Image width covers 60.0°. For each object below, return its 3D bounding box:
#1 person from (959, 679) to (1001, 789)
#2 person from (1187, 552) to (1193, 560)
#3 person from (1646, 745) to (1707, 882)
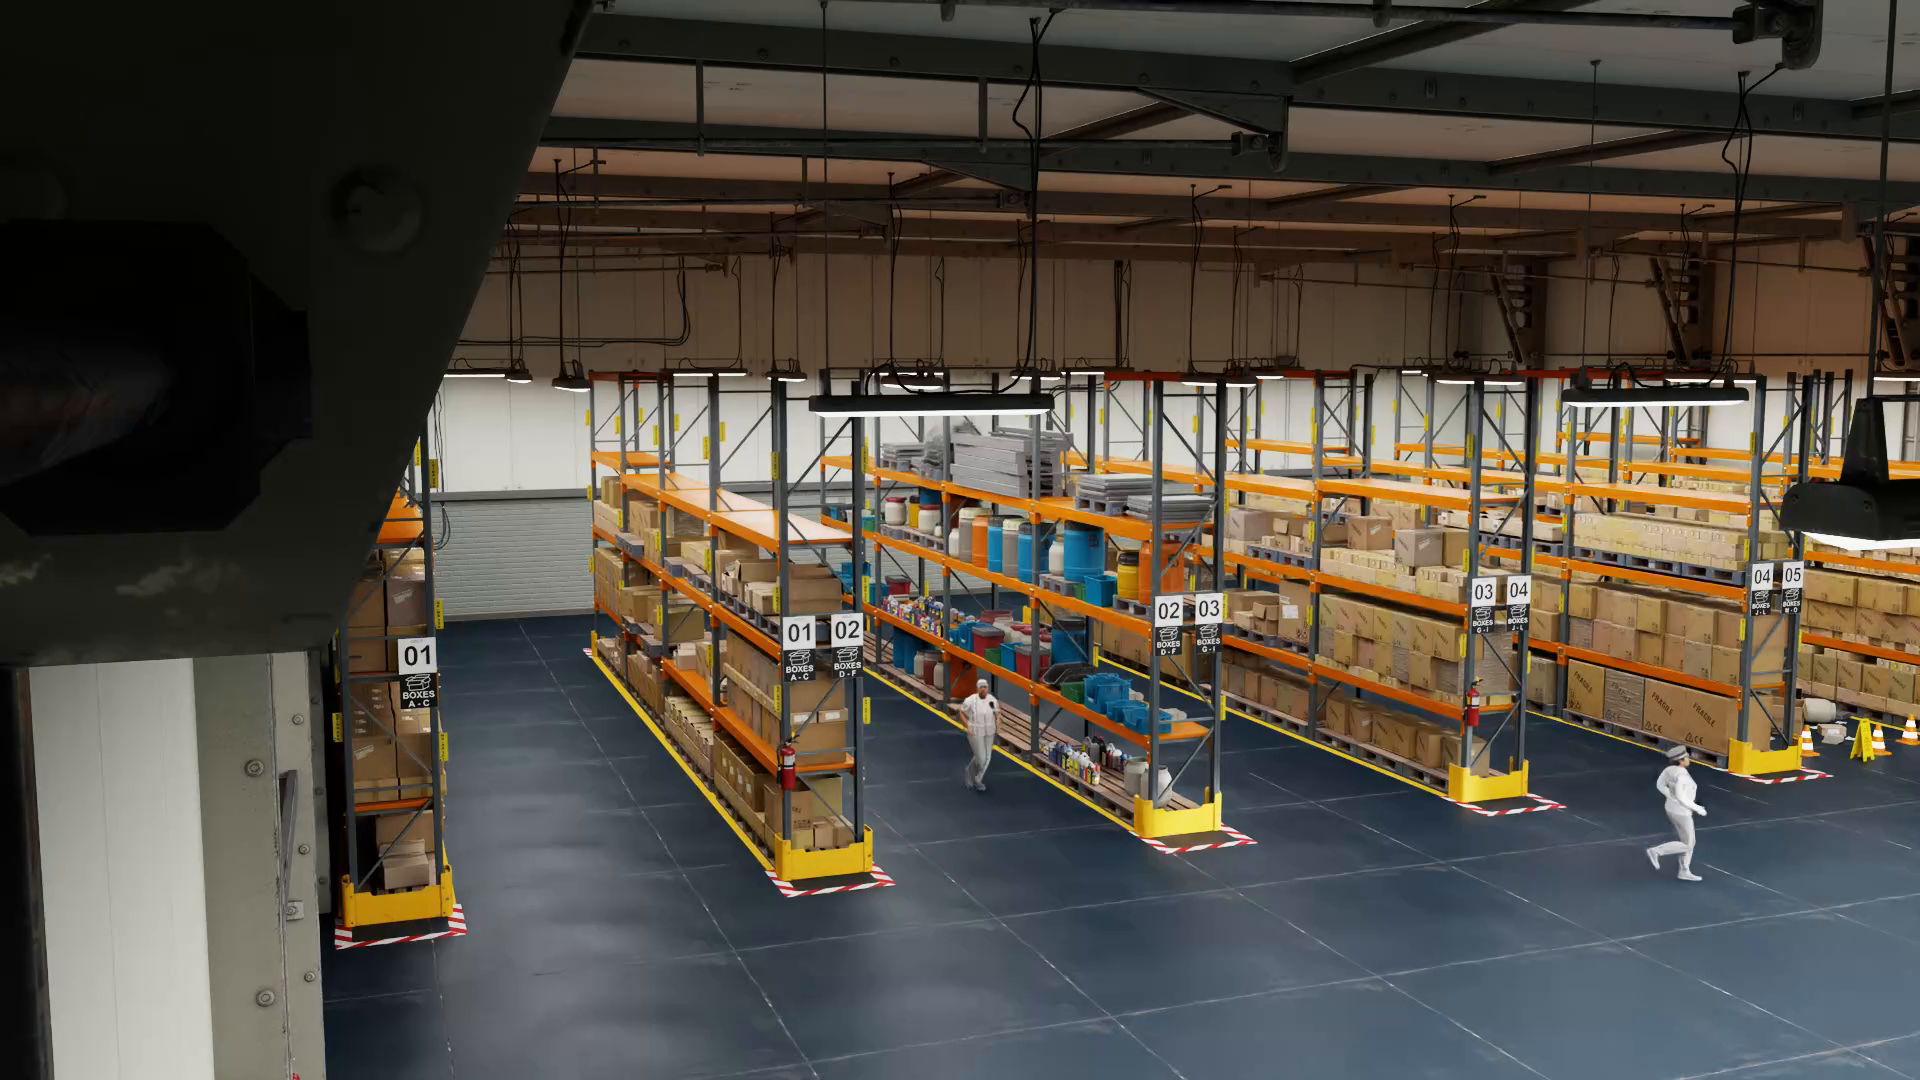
[{"bbox_3d":[0.339,2.827,24.146,0.588,1.634,0.574,-3,7,-22],"label":"person"},{"bbox_3d":[5.599,0.937,41.246,0.575,1.652,0.707,-2,7,-16],"label":"person"},{"bbox_3d":[8.615,3.286,20.005,0.676,1.671,0.589,0,6,3],"label":"person"}]
